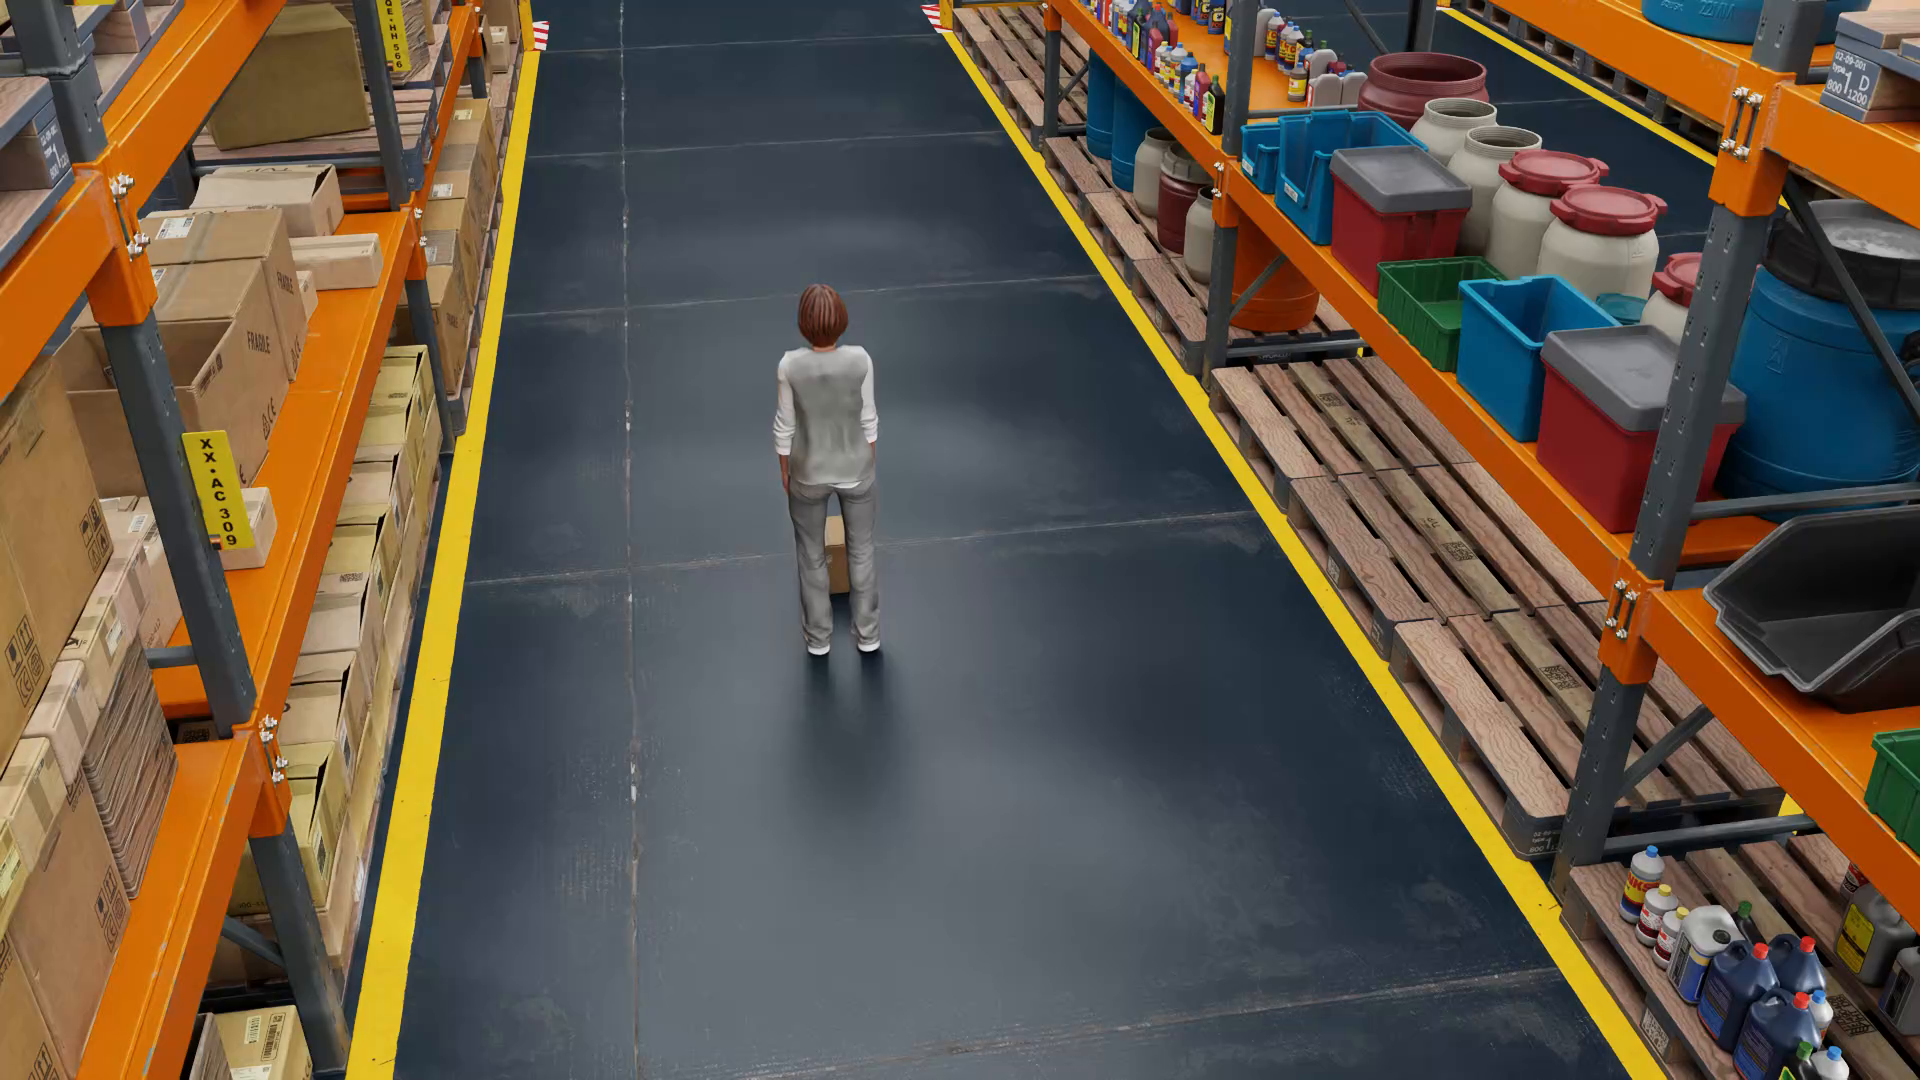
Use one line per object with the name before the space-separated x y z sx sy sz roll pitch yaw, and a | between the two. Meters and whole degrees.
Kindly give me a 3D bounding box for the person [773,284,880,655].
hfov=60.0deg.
person | -0.523 -0.257 6.577 0.406 1.598 0.310 -5 31 -8
